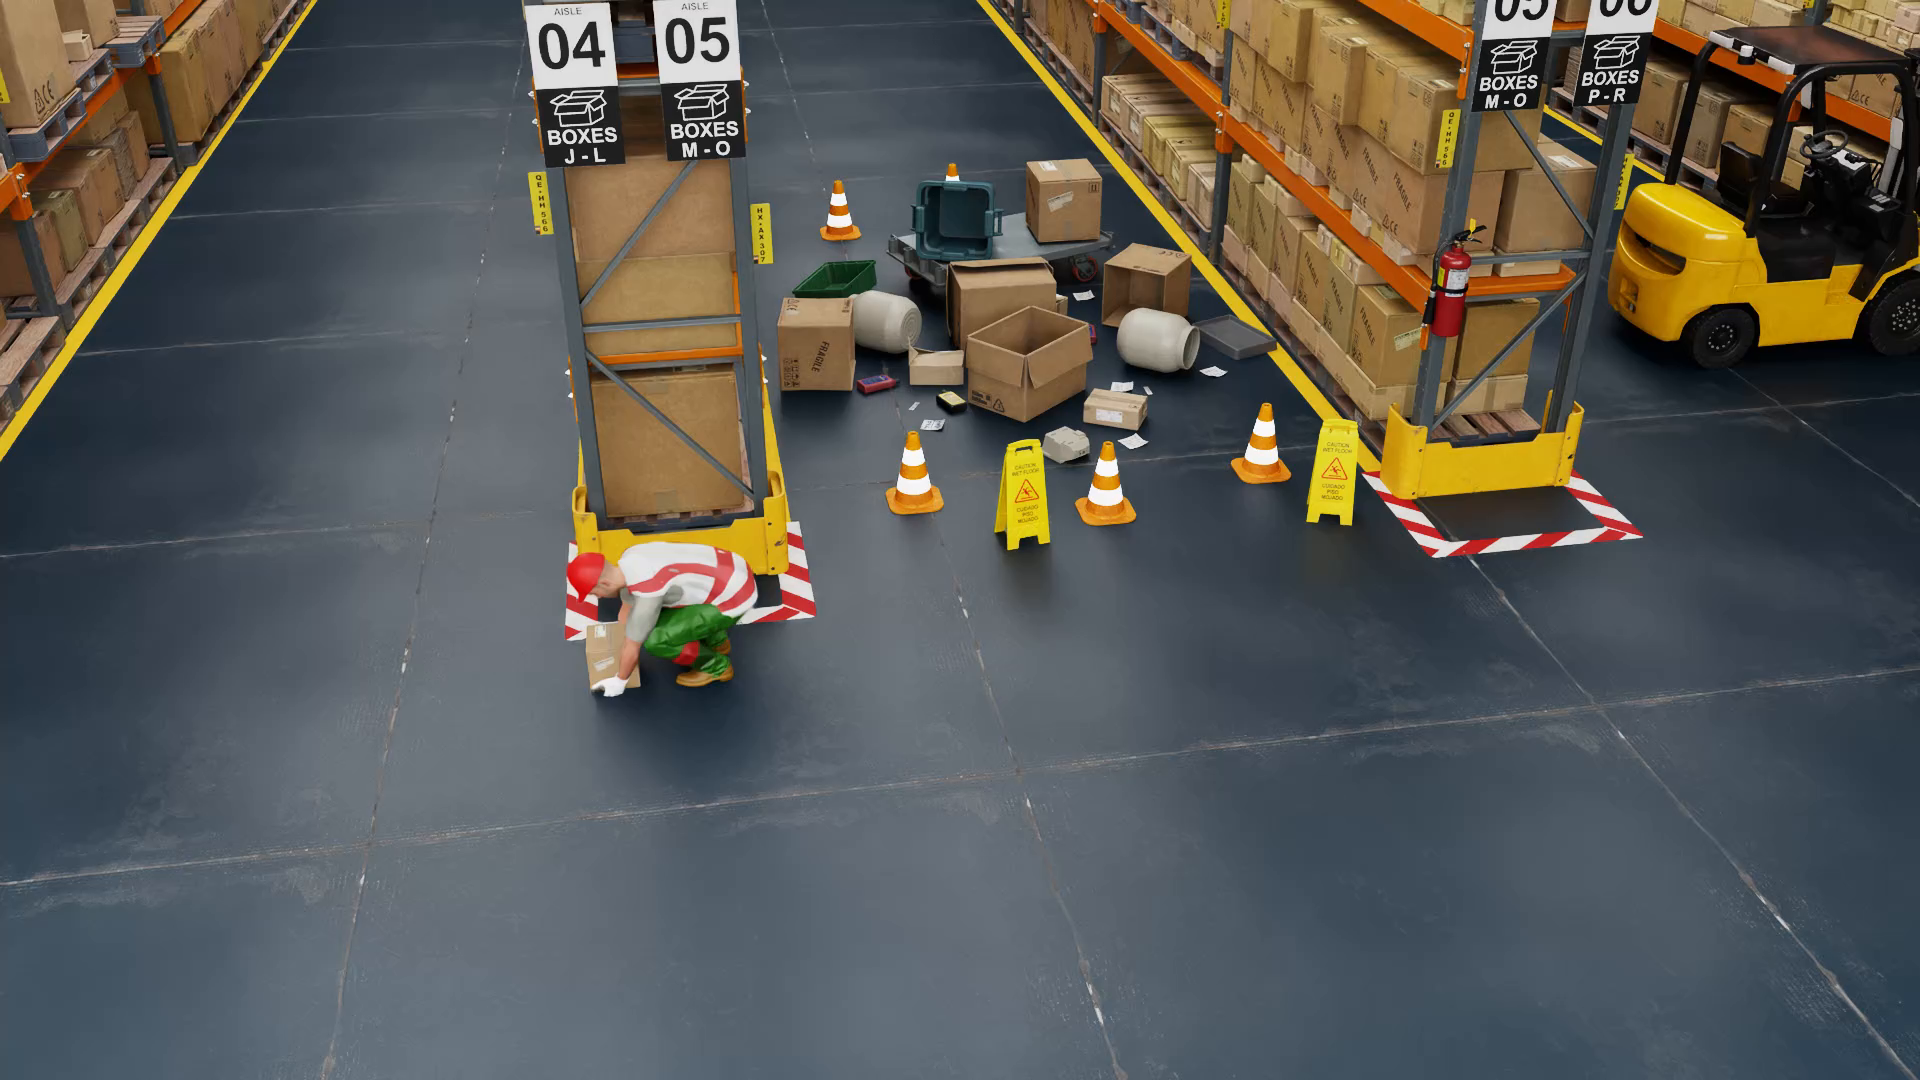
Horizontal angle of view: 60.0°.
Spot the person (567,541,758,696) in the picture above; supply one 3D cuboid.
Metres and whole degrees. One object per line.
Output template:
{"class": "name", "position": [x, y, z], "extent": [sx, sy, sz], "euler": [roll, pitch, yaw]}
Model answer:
{"class": "person", "position": [-1.502, 0.383, 8.538], "extent": [0.932, 0.858, 0.538], "euler": [-6, 31, -10]}
